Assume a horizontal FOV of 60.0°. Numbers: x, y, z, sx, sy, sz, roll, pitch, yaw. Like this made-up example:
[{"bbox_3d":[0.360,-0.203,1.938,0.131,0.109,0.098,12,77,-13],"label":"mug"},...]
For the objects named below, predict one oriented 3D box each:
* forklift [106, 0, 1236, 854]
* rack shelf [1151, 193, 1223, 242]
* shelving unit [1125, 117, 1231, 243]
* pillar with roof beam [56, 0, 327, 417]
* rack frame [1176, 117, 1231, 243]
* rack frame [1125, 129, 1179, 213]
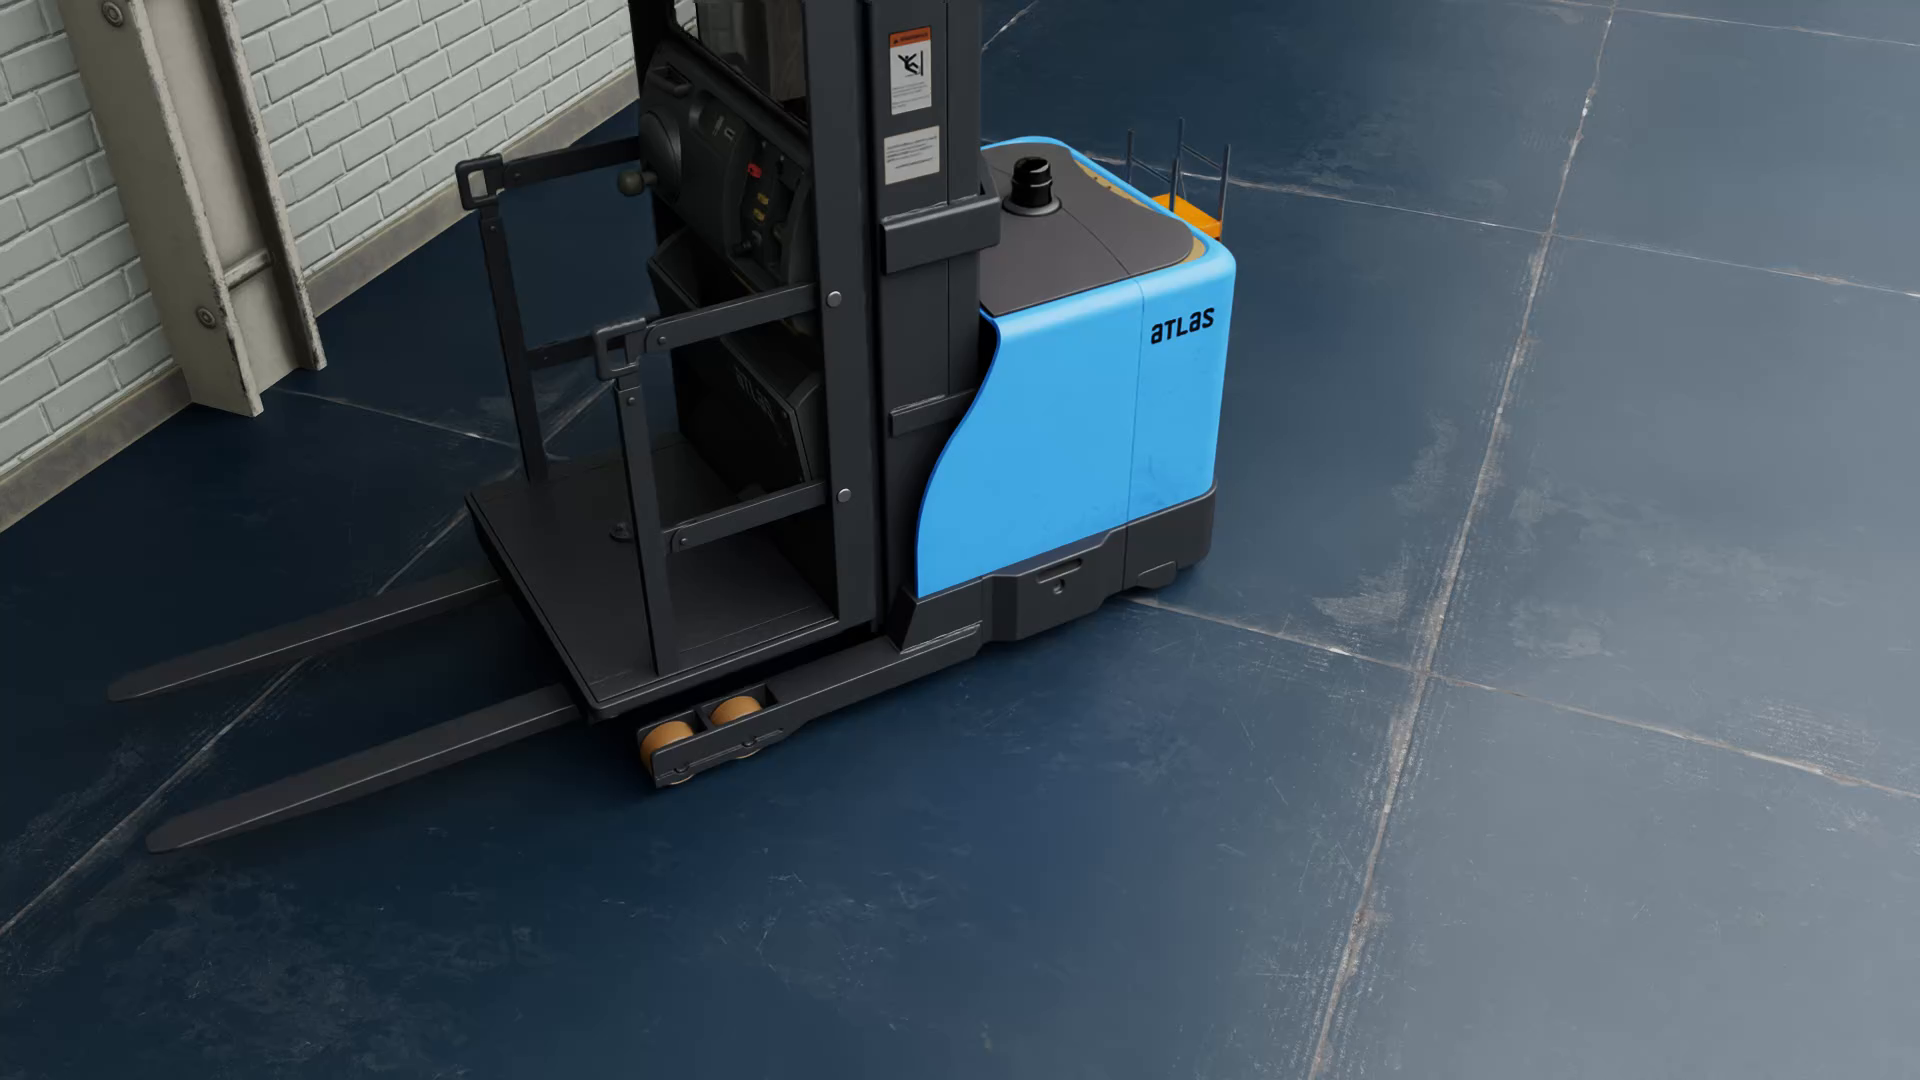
[{"bbox_3d":[-0.764,-0.892,3.995,3.031,2.935,1.130,-19,41,-24],"label":"forklift"},{"bbox_3d":[0.632,-0.934,4.971,0.180,0.103,0.258,-19,41,-24],"label":"rack shelf"},{"bbox_3d":[0.632,-0.682,5.160,0.189,1.200,0.258,-19,41,-24],"label":"shelving unit"},{"bbox_3d":[1.440,-3.198,2.012,9.100,9.000,0.400,14,39,18],"label":"pillar with roof beam"},{"bbox_3d":[0.711,-0.709,5.197,0.006,1.200,0.240,-19,41,-24],"label":"rack frame"},{"bbox_3d":[0.553,-0.654,5.123,0.006,1.200,0.240,-19,41,-24],"label":"rack frame"}]
